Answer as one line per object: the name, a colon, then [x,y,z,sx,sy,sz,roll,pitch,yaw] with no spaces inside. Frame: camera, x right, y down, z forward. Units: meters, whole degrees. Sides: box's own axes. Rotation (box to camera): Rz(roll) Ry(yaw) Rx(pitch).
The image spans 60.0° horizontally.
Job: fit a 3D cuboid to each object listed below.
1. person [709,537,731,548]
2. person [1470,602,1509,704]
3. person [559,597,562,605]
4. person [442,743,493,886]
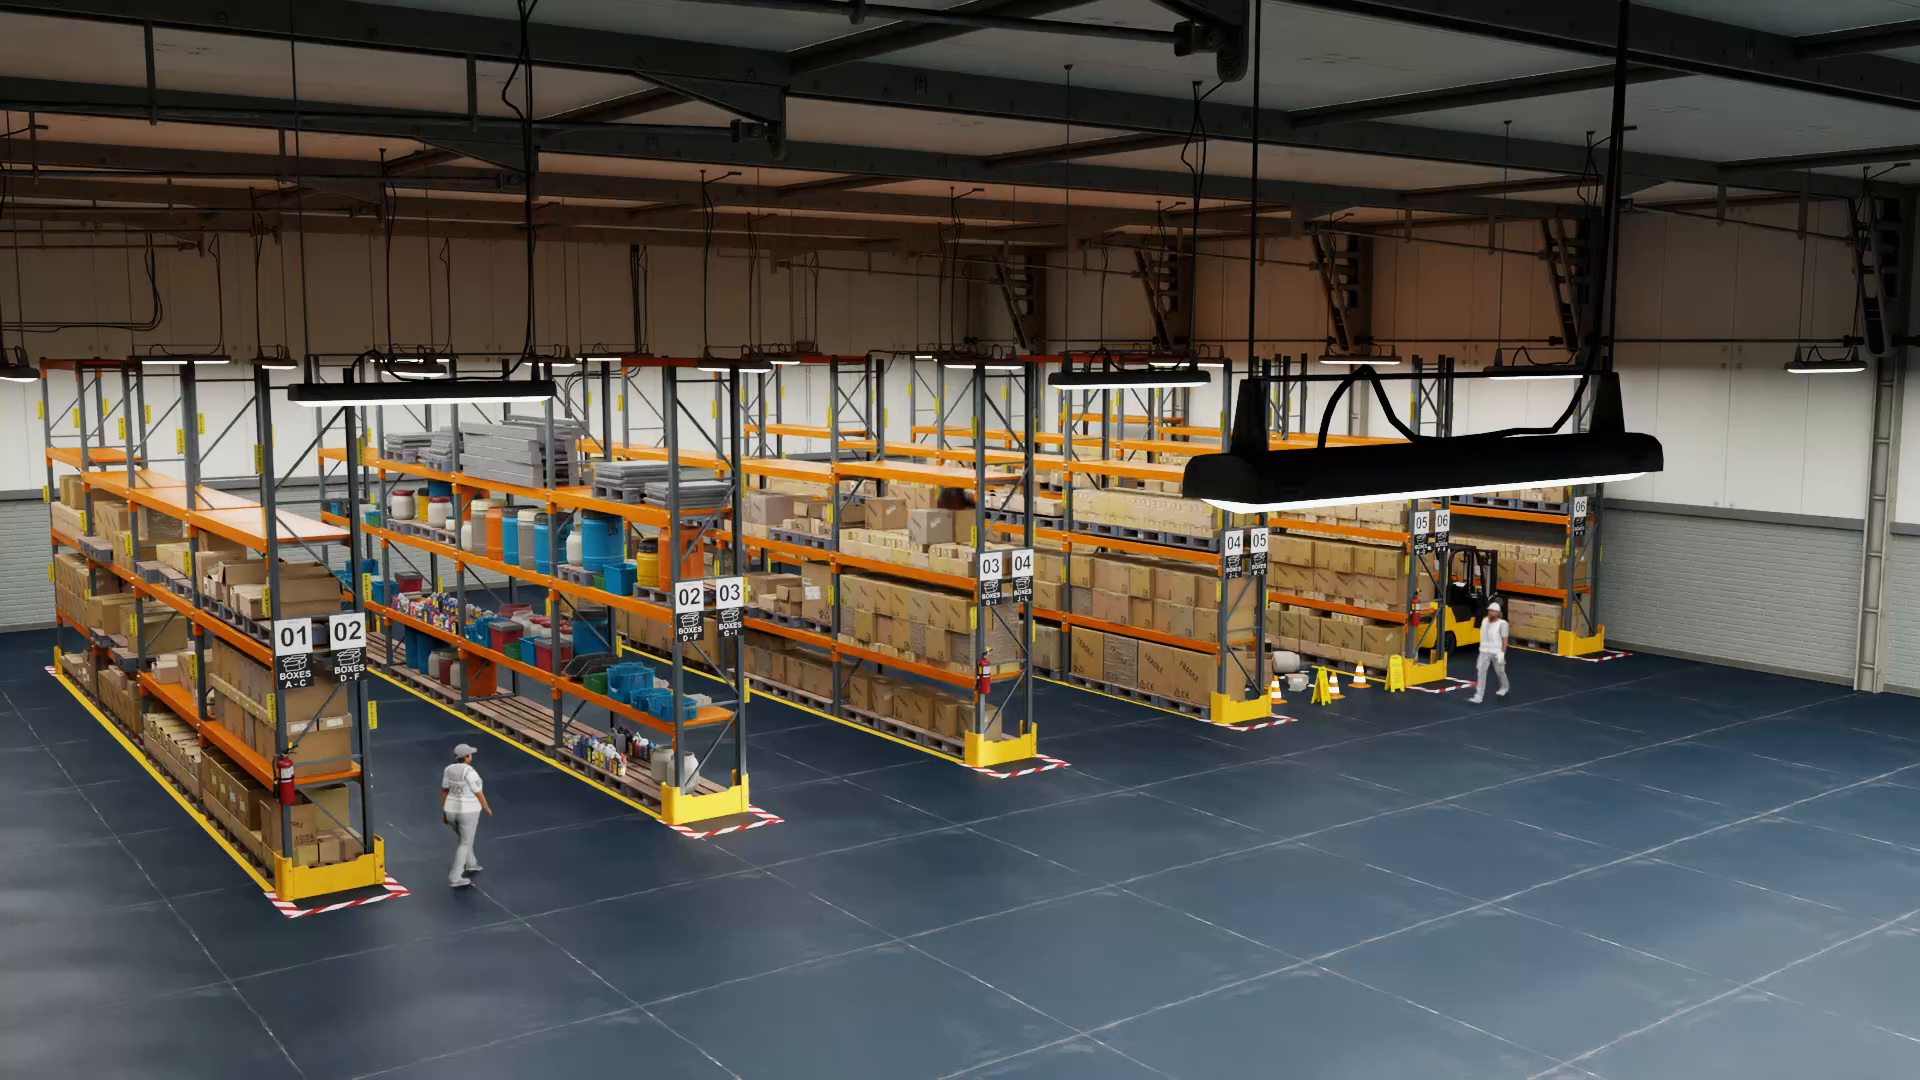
person: [-6.102,0.443,42.206,0.605,1.686,0.970,0,7,-1]
person: [9.337,1.972,29.157,0.542,1.756,1.025,4,8,30]
person: [-9.110,0.772,39.043,0.640,1.734,0.571,0,7,1]
person: [-5.754,3.179,19.503,0.543,1.650,0.854,3,8,24]
